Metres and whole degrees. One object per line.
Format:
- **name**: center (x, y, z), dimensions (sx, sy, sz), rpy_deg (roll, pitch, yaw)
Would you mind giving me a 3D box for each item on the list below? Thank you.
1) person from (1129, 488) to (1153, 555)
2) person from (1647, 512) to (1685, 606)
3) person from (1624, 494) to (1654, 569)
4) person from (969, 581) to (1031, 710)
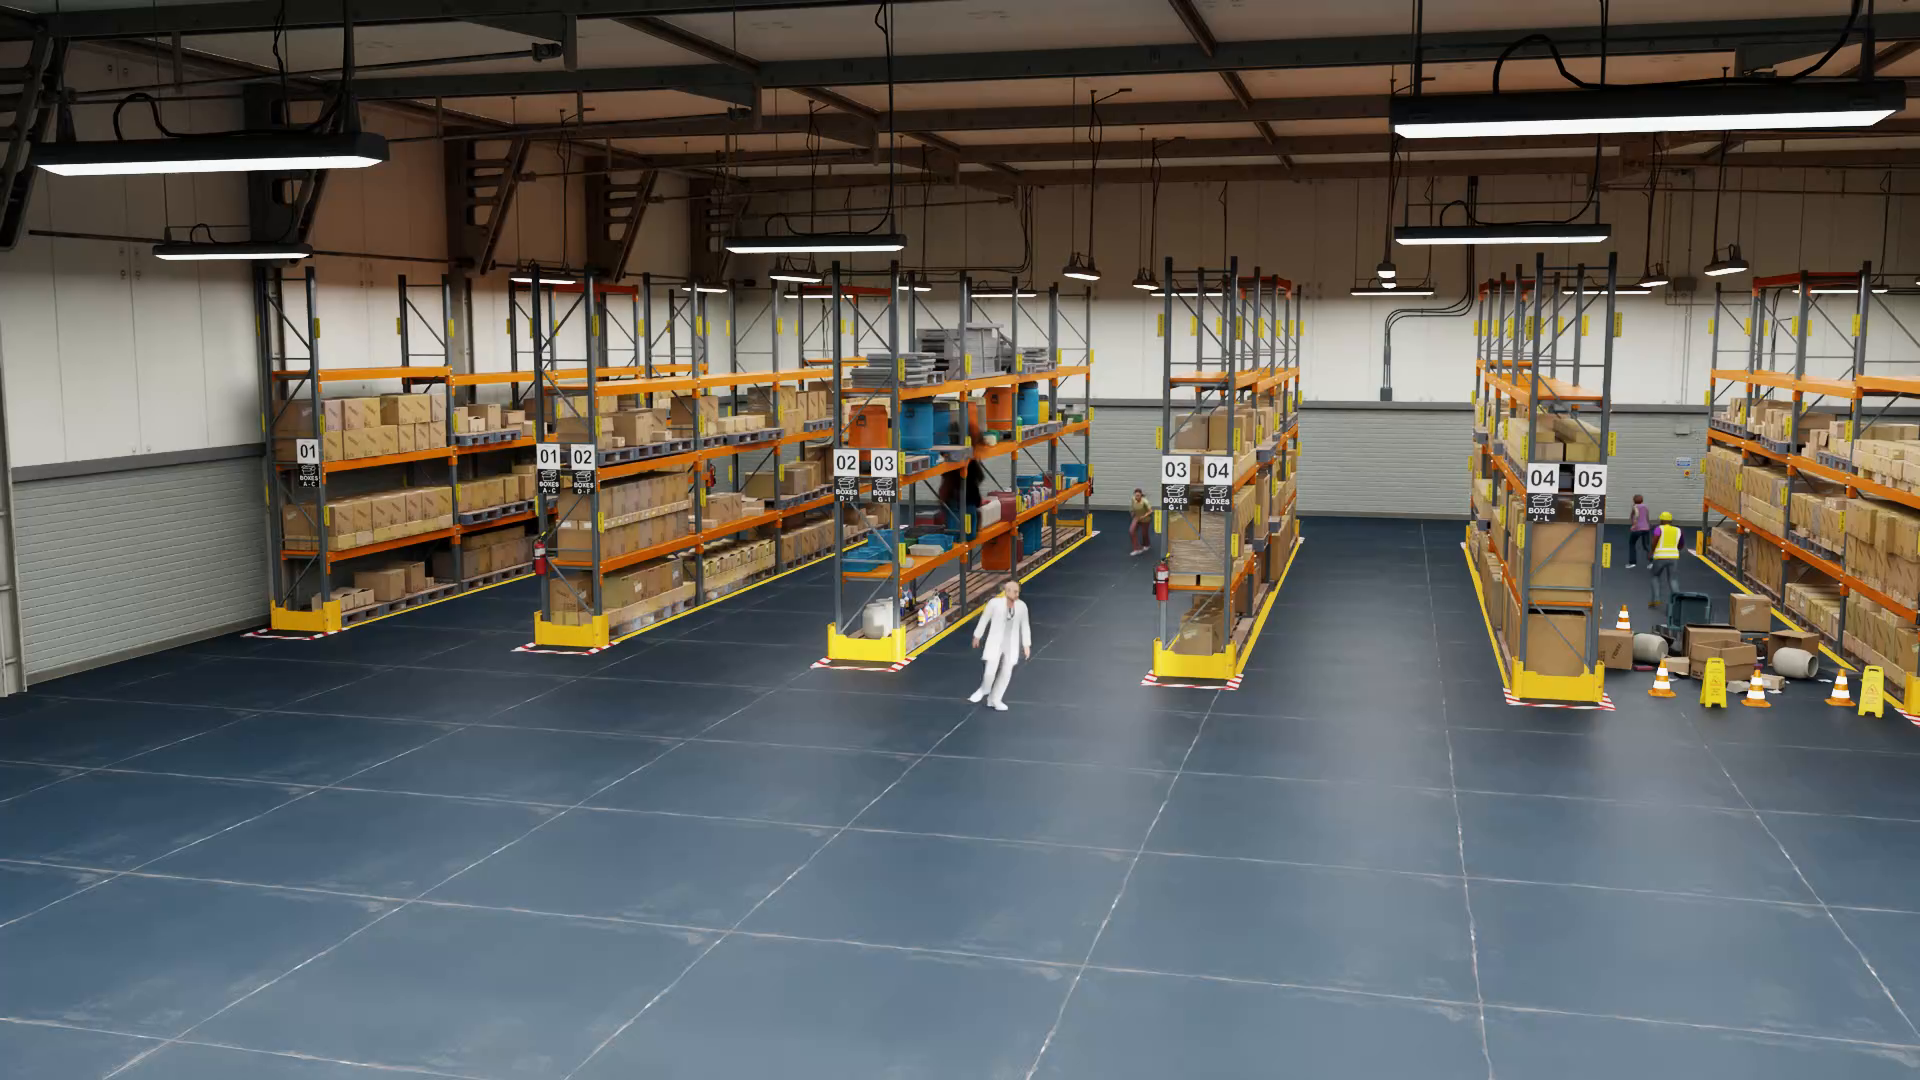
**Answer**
- **person**: center (4.074, -0.440, 36.865), dimensions (0.596, 1.491, 1.011), rpy_deg (4, 8, 29)
- **person**: center (12.626, 0.377, 29.737), dimensions (0.714, 1.732, 0.984), rpy_deg (1, 7, 5)
- **person**: center (14.185, -0.159, 34.582), dimensions (0.531, 1.566, 0.899), rpy_deg (-2, 7, -12)
- **person**: center (0.525, 1.379, 21.893), dimensions (0.759, 1.734, 0.596), rpy_deg (-2, 8, -15)
